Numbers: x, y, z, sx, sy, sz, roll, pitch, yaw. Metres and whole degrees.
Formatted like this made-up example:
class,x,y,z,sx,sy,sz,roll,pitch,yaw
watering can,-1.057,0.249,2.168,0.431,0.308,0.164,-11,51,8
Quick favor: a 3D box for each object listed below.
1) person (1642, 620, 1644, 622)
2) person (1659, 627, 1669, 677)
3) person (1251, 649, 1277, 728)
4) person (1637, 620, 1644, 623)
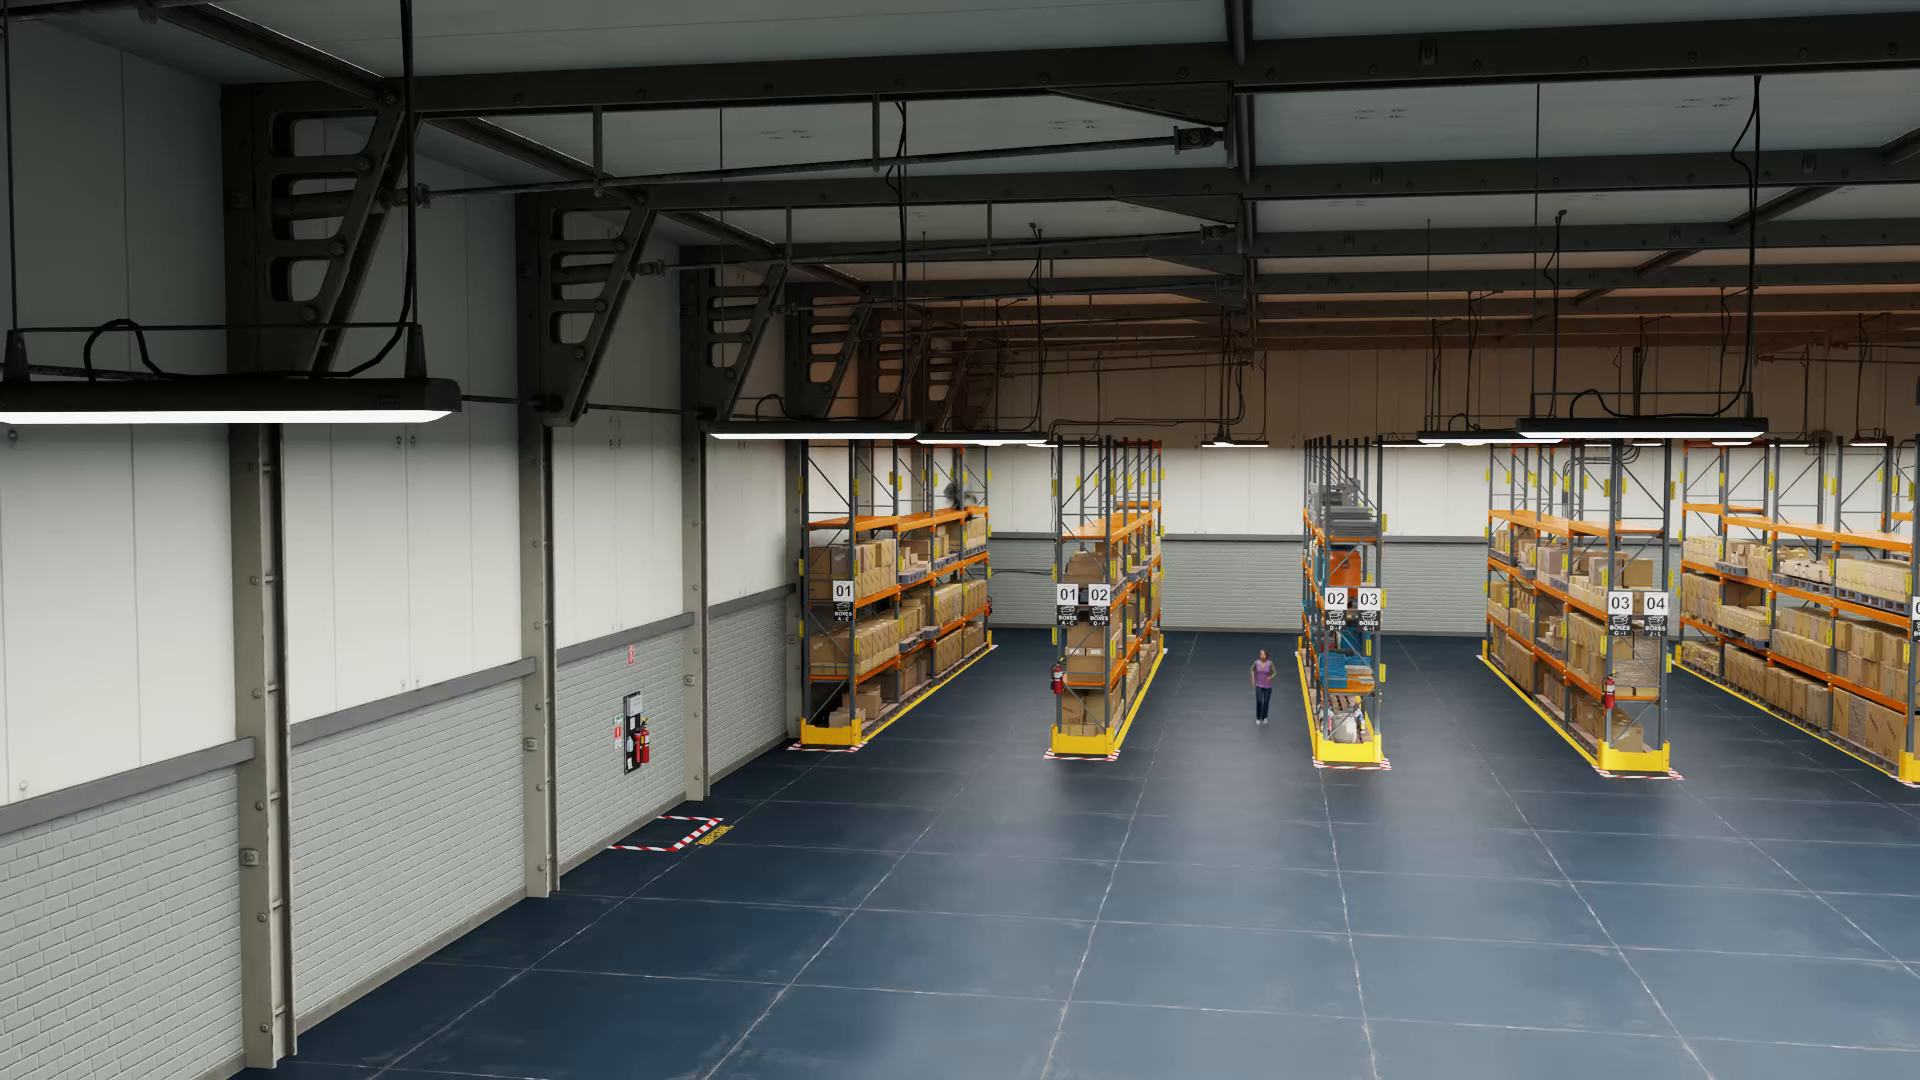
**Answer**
class,x,y,z,sx,sy,sz,roll,pitch,yaw
person,18.393,2.488,45.328,1.095,1.533,0.646,-1,3,-18
person,17.474,2.635,41.748,0.618,1.644,0.827,1,3,18
person,6.283,3.068,34.413,0.545,1.621,0.650,1,3,12
person,17.999,2.471,44.671,0.924,1.686,0.623,2,3,28
